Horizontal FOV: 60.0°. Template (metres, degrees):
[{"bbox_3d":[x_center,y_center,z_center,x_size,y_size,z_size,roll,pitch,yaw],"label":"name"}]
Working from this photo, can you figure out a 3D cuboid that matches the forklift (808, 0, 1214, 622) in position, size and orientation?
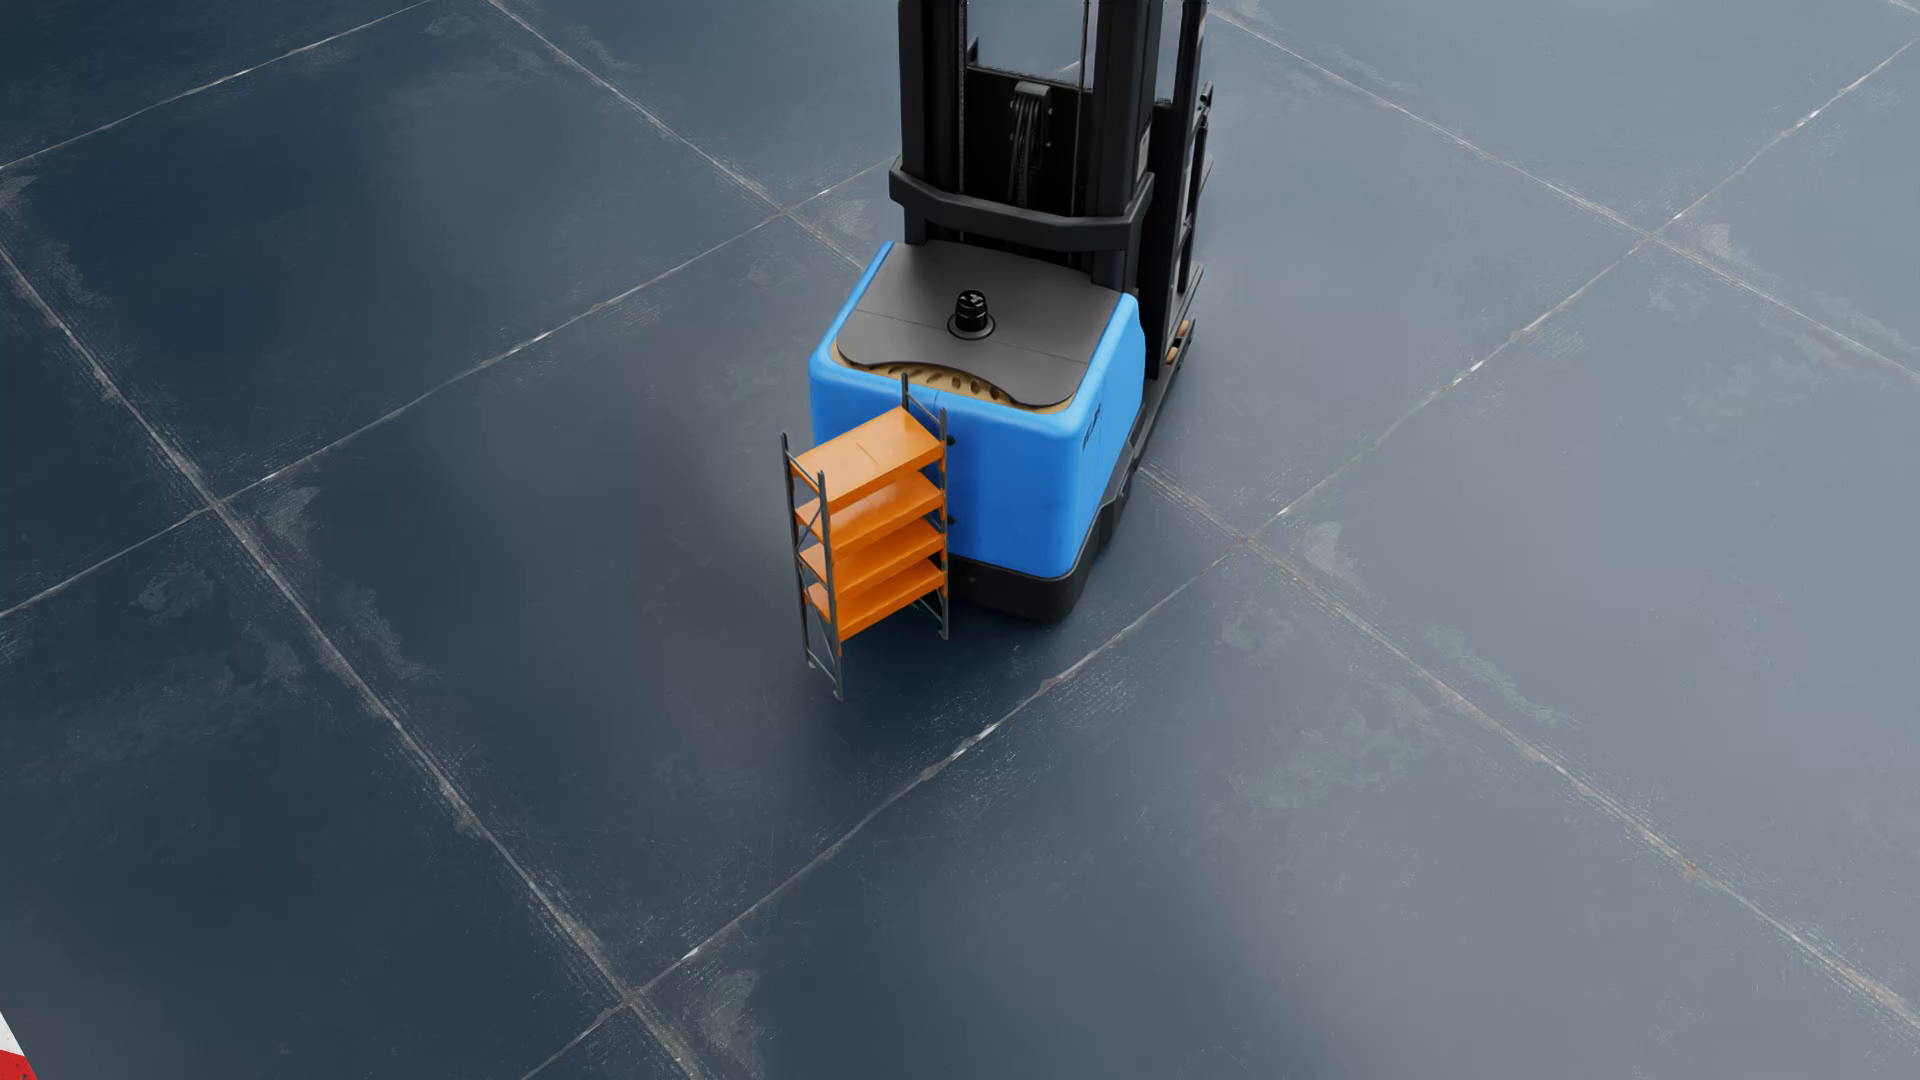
[{"bbox_3d":[0.418,-1.786,6.404,1.130,2.935,3.031,15,49,13],"label":"forklift"}]

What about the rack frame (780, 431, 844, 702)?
[{"bbox_3d":[-0.512,0.123,5.820,0.015,1.200,0.240,-29,54,-24],"label":"rack frame"}]

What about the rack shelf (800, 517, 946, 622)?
[{"bbox_3d":[-0.317,0.061,5.969,0.480,0.148,0.258,-29,54,-24],"label":"rack shelf"}]

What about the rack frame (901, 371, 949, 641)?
[{"bbox_3d":[-0.122,-0.092,6.019,0.015,1.200,0.240,-29,54,-24],"label":"rack frame"}]

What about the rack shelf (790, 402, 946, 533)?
[{"bbox_3d":[-0.317,-0.251,5.630,0.480,0.148,0.258,-29,54,-24],"label":"rack shelf"}]

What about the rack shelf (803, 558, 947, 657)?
[{"bbox_3d":[-0.317,0.196,6.115,0.480,0.148,0.258,-29,54,-24],"label":"rack shelf"}]

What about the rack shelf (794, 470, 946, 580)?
[{"bbox_3d":[-0.317,-0.091,5.804,0.480,0.148,0.258,-29,54,-24],"label":"rack shelf"}]

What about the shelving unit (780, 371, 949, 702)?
[{"bbox_3d":[-0.317,0.016,5.919,0.503,1.200,0.258,-29,54,-24],"label":"shelving unit"}]
